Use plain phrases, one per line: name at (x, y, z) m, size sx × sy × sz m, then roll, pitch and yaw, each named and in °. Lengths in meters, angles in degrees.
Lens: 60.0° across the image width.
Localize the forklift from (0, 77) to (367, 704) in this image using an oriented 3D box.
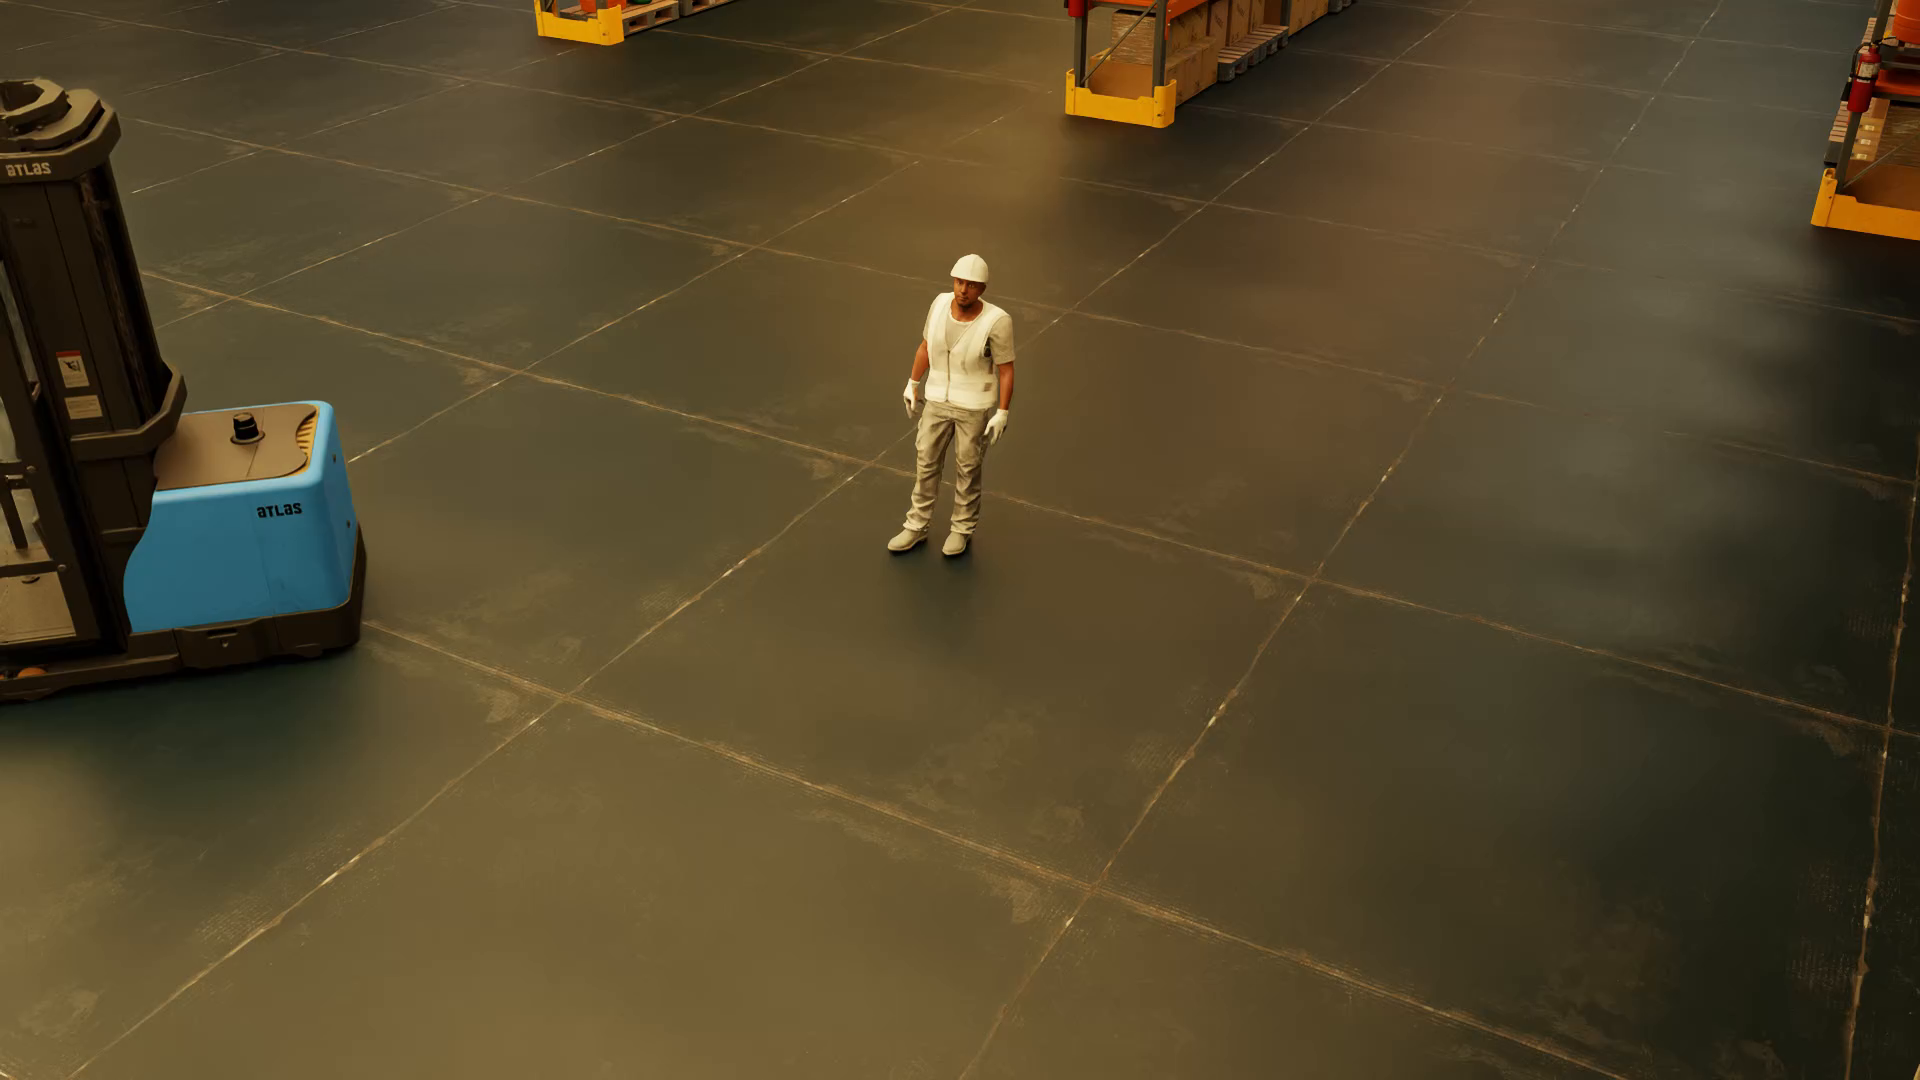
forklift at (-4.816, -0.711, 8.303) m, size 3.031 × 2.935 × 1.130 m, roll -7°, pitch 31°, yaw -12°

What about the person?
person at (-0.042, -0.749, 9.502) m, size 0.657 × 1.785 × 0.575 m, roll 15°, pitch 33°, yaw 25°
